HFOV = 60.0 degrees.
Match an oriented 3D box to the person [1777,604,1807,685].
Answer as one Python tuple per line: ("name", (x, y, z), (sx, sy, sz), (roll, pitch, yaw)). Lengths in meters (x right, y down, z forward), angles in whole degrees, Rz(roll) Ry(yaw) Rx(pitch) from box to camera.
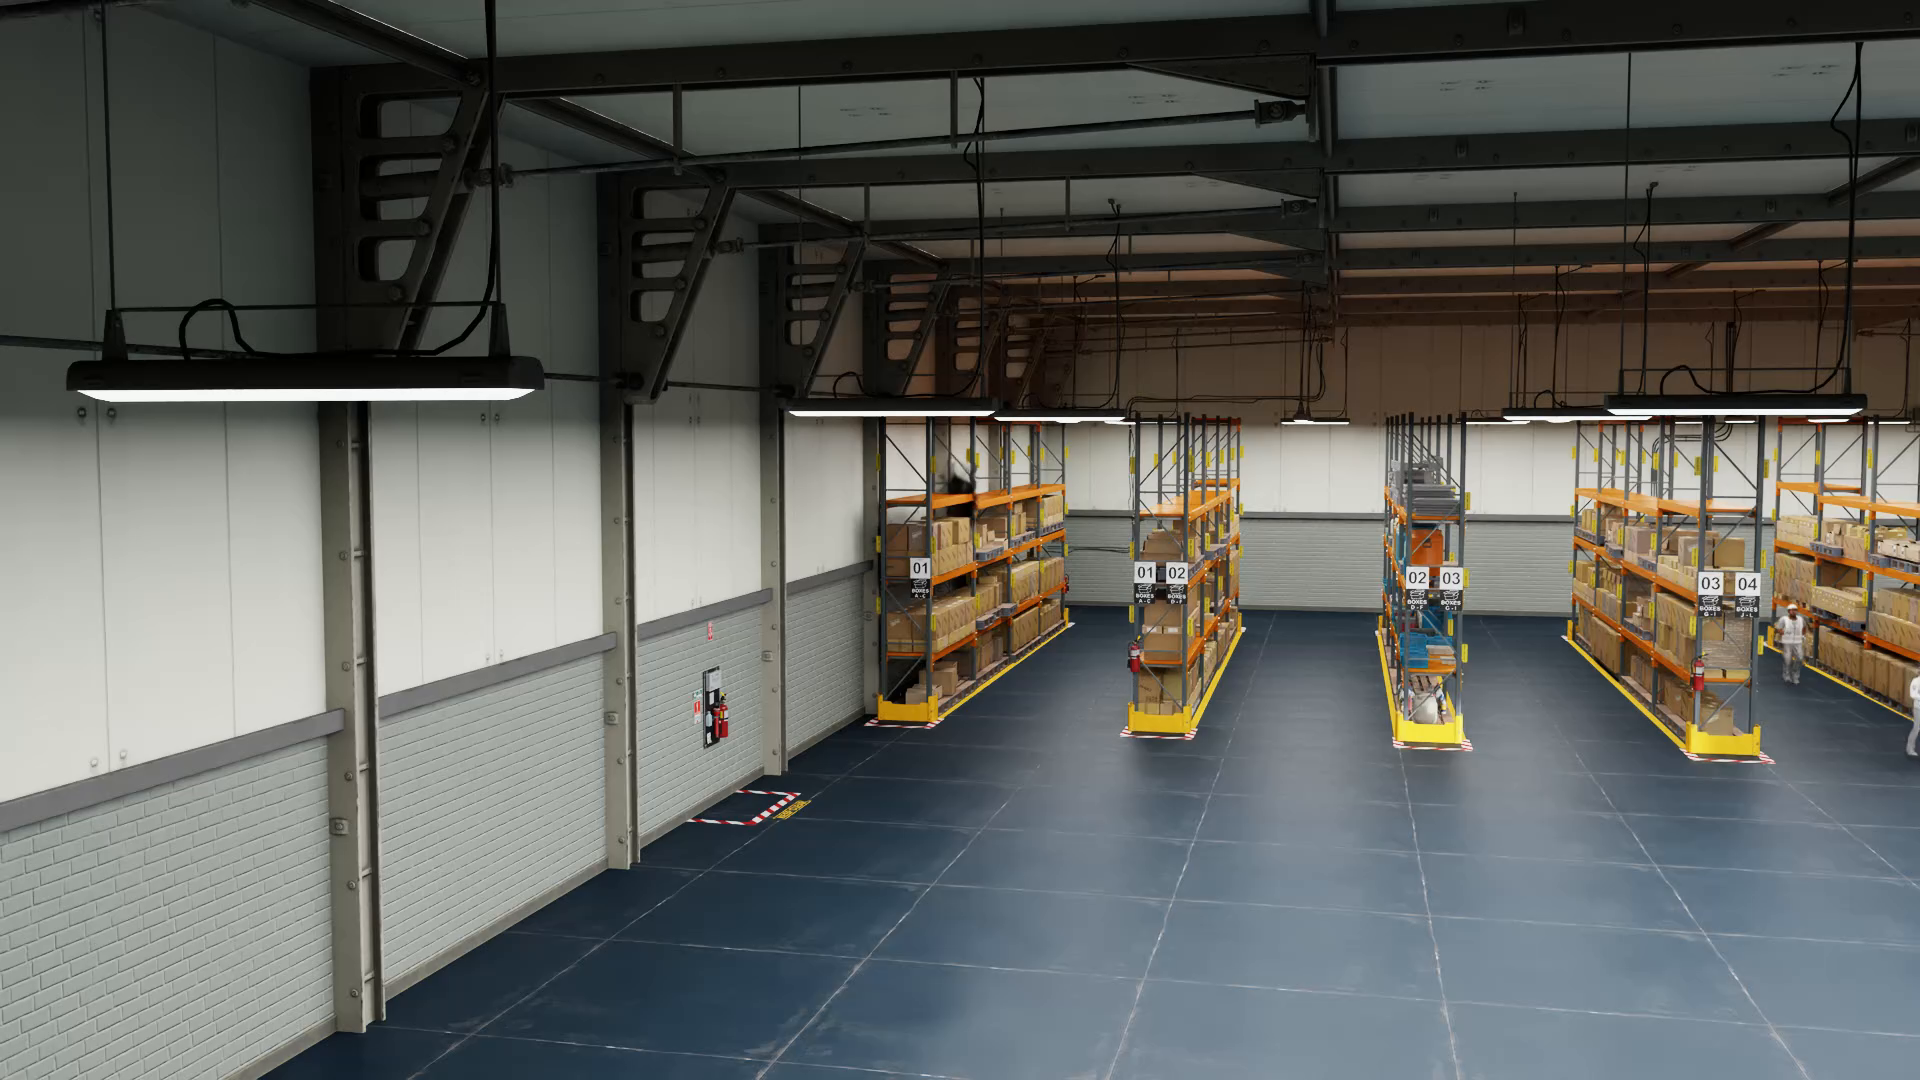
("person", (18.560, 2.335, 37.052), (0.657, 1.805, 0.671), (1, 4, 14))

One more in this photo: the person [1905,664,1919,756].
("person", (16.567, 2.946, 28.565), (0.617, 1.767, 0.699), (0, 4, -7))
